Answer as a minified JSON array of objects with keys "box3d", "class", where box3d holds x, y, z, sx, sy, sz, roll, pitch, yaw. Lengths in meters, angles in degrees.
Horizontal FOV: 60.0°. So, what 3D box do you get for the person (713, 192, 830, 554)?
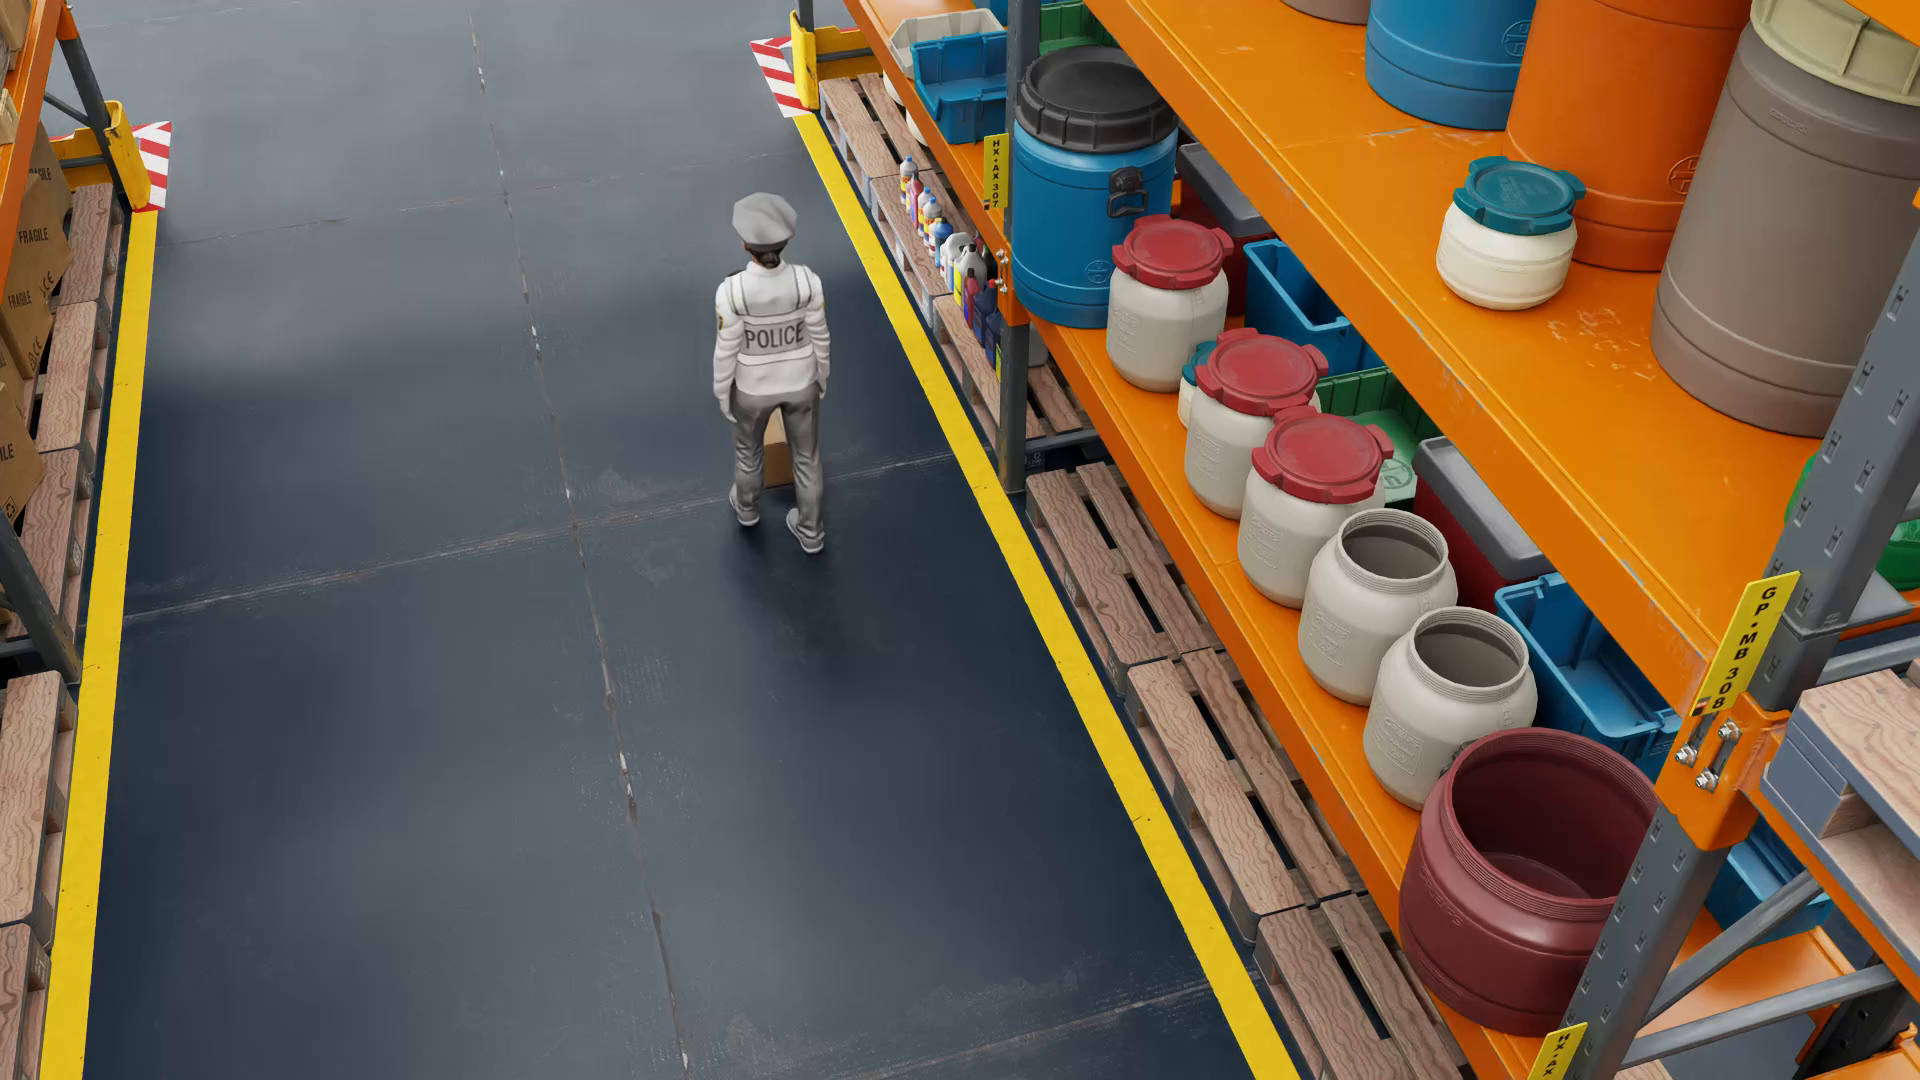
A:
[{"box3d":[-0.796,-0.708,6.904,0.492,1.680,0.531,-11,44,-12],"class":"person"}]
